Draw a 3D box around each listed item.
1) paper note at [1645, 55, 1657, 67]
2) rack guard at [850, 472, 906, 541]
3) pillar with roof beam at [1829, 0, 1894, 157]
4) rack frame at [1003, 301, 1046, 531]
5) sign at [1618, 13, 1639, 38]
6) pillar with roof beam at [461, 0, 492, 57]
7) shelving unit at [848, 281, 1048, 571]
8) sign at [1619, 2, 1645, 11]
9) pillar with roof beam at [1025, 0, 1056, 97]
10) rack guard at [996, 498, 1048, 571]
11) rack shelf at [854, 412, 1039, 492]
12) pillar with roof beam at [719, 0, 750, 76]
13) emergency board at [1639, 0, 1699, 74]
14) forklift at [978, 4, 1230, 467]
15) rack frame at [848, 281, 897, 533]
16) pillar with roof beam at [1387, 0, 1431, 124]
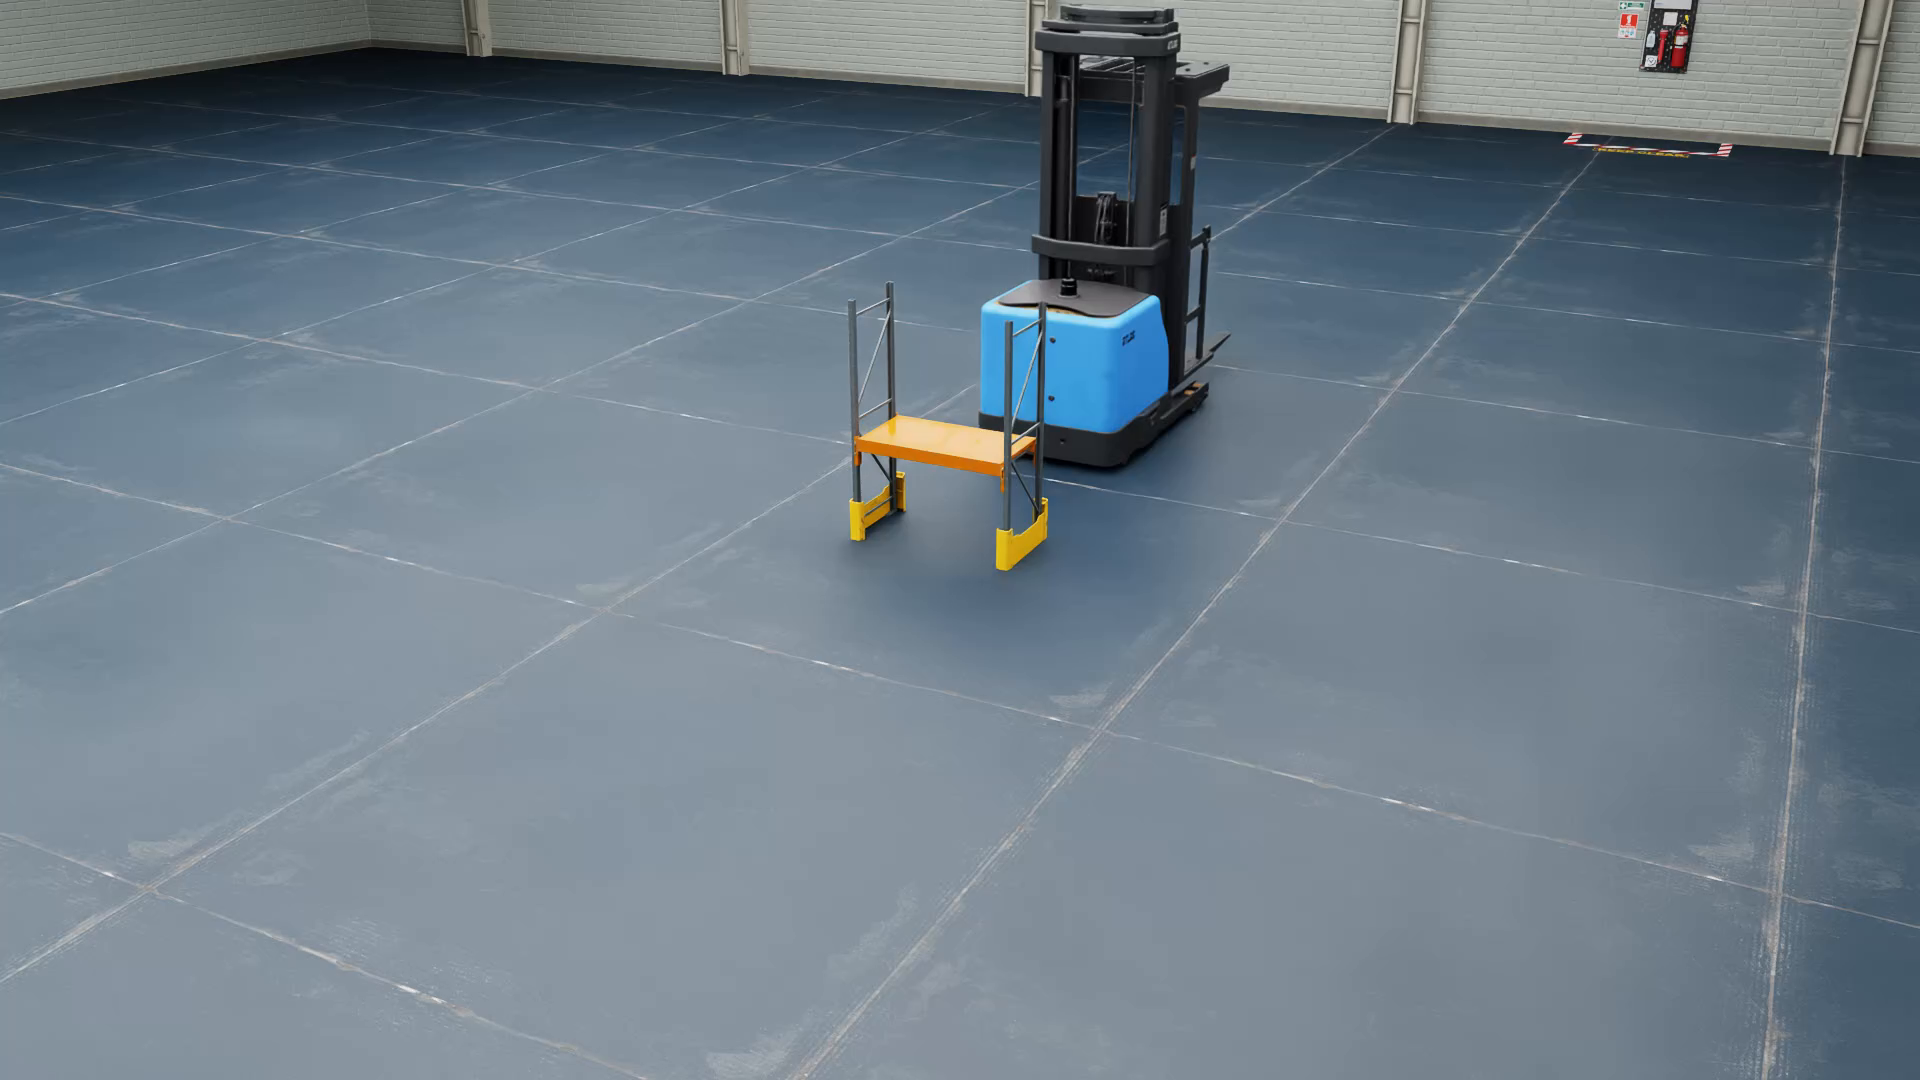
[{"bbox_3d":[9.709,-6.726,23.358,0.142,0.148,0.016,11,25,25],"label":"paper note"},{"bbox_3d":[-0.512,-0.216,10.440,0.087,0.250,0.587,11,25,25],"label":"rack guard"},{"bbox_3d":[10.082,-7.883,17.288,0.400,9.000,9.100,11,25,25],"label":"pillar with roof beam"},{"bbox_3d":[0.378,-0.615,9.781,0.032,1.500,0.500,11,25,25],"label":"rack frame"},{"bbox_3d":[9.389,-7.226,23.362,0.234,0.329,0.001,11,25,25],"label":"sign"},{"bbox_3d":[-11.336,-12.121,27.253,0.400,9.000,9.100,11,25,25],"label":"pillar with roof beam"},{"bbox_3d":[-0.068,-0.704,9.988,1.083,1.500,0.587,11,25,25],"label":"shelving unit"},{"bbox_3d":[9.389,-7.466,23.250,0.331,0.109,0.001,11,25,25],"label":"sign"},{"bbox_3d":[-0.627,-10.002,22.271,0.400,9.000,9.100,11,25,25],"label":"pillar with roof beam"},{"bbox_3d":[0.376,-0.041,10.026,0.087,0.250,0.587,11,25,25],"label":"rack guard"},{"bbox_3d":[-0.076,-0.540,10.062,1.000,0.185,0.538,11,25,25],"label":"rack shelf"},{"bbox_3d":[-5.982,-11.062,24.762,0.400,9.000,9.100,11,25,25],"label":"pillar with roof beam"},{"bbox_3d":[9.836,-7.076,23.055,0.643,1.169,0.194,11,25,25],"label":"emergency board"},{"bbox_3d":[1.245,-2.383,12.109,1.130,2.935,3.031,11,25,25],"label":"forklift"},{"bbox_3d":[-0.530,-0.795,10.203,0.032,1.500,0.500,11,25,25],"label":"rack frame"},{"bbox_3d":[4.728,-8.943,19.779,0.400,9.000,9.100,11,25,25],"label":"pillar with roof beam"}]
